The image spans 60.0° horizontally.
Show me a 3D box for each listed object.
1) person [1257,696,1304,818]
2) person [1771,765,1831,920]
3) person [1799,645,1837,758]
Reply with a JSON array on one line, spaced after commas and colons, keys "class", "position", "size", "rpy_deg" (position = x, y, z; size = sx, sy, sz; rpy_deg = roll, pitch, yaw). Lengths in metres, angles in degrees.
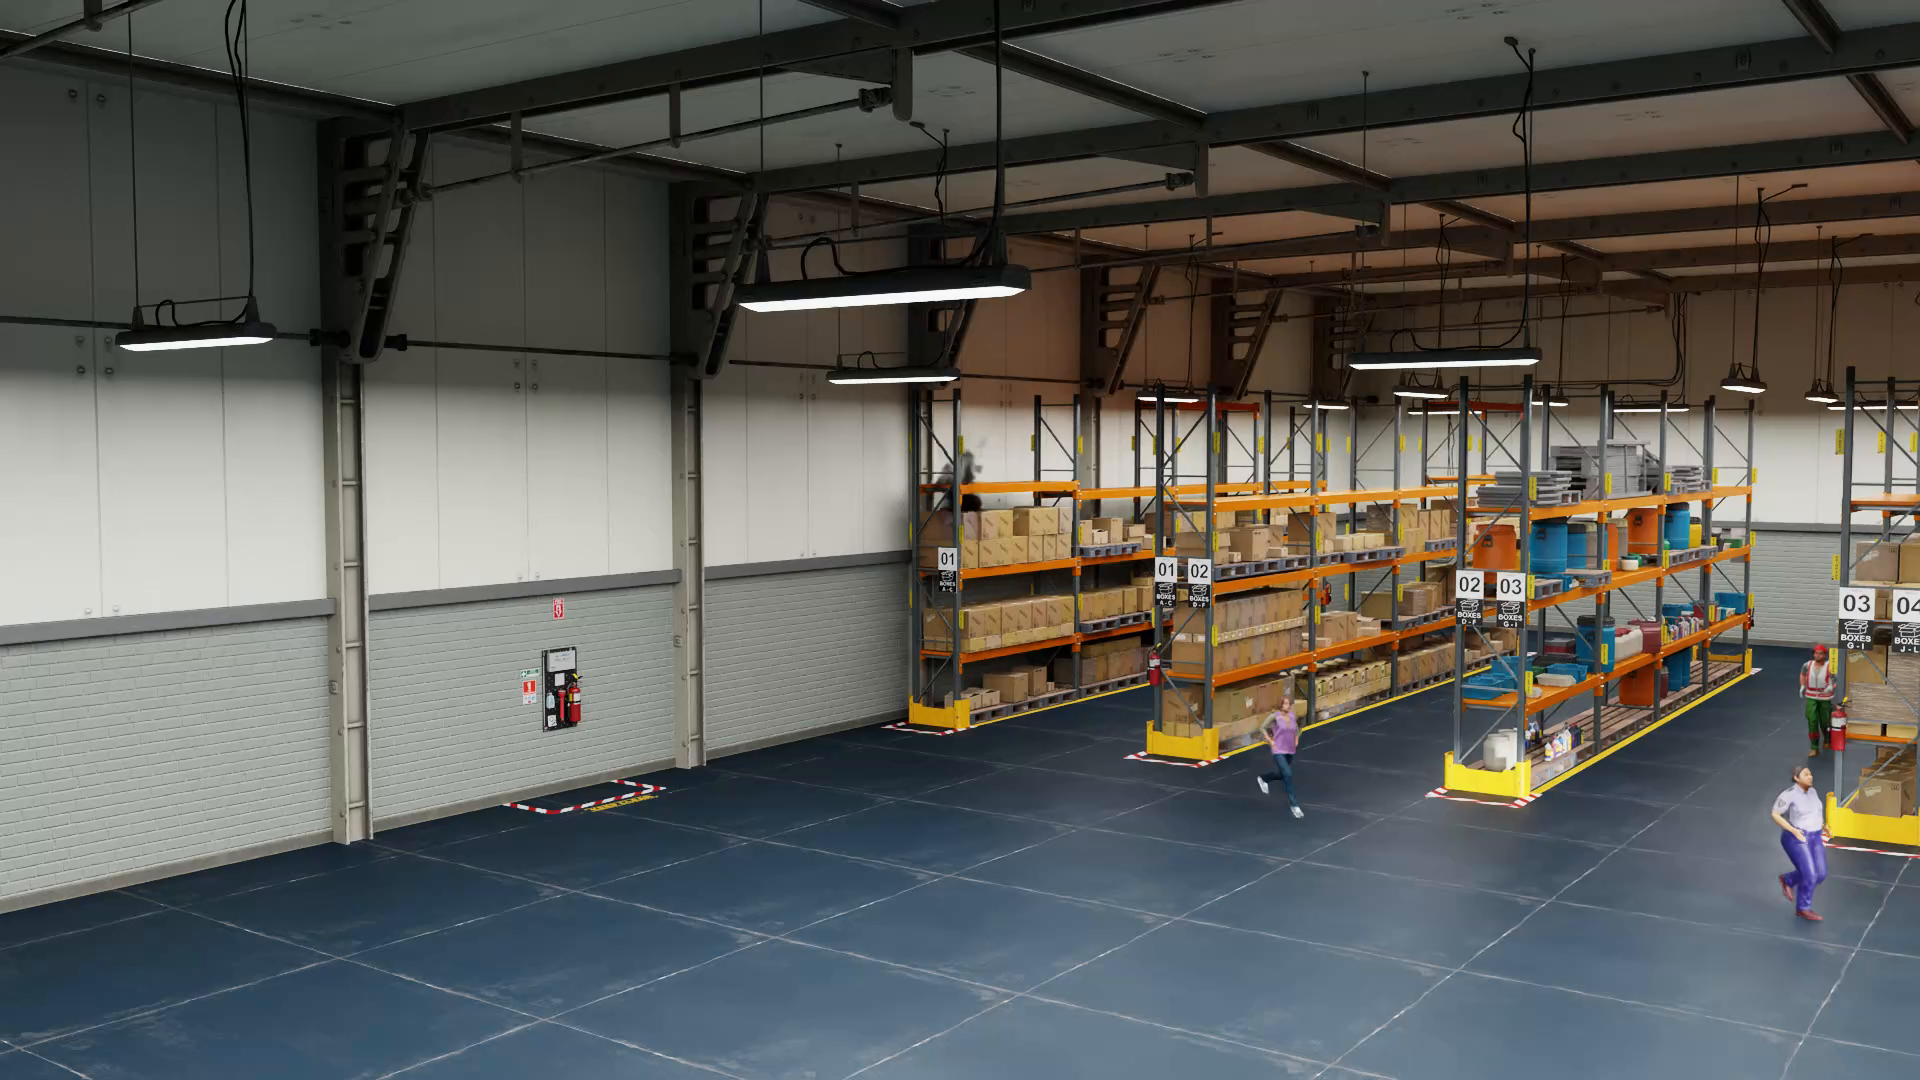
[{"class": "person", "position": [4.408, 2.920, 22.782], "size": [0.507, 1.593, 1.033], "rpy_deg": [-2, 4, -31]}, {"class": "person", "position": [8.940, 3.192, 17.722], "size": [0.611, 1.597, 0.652], "rpy_deg": [-1, 3, -22]}, {"class": "person", "position": [13.899, 2.580, 26.877], "size": [0.663, 1.790, 0.863], "rpy_deg": [3, 4, 38]}]
